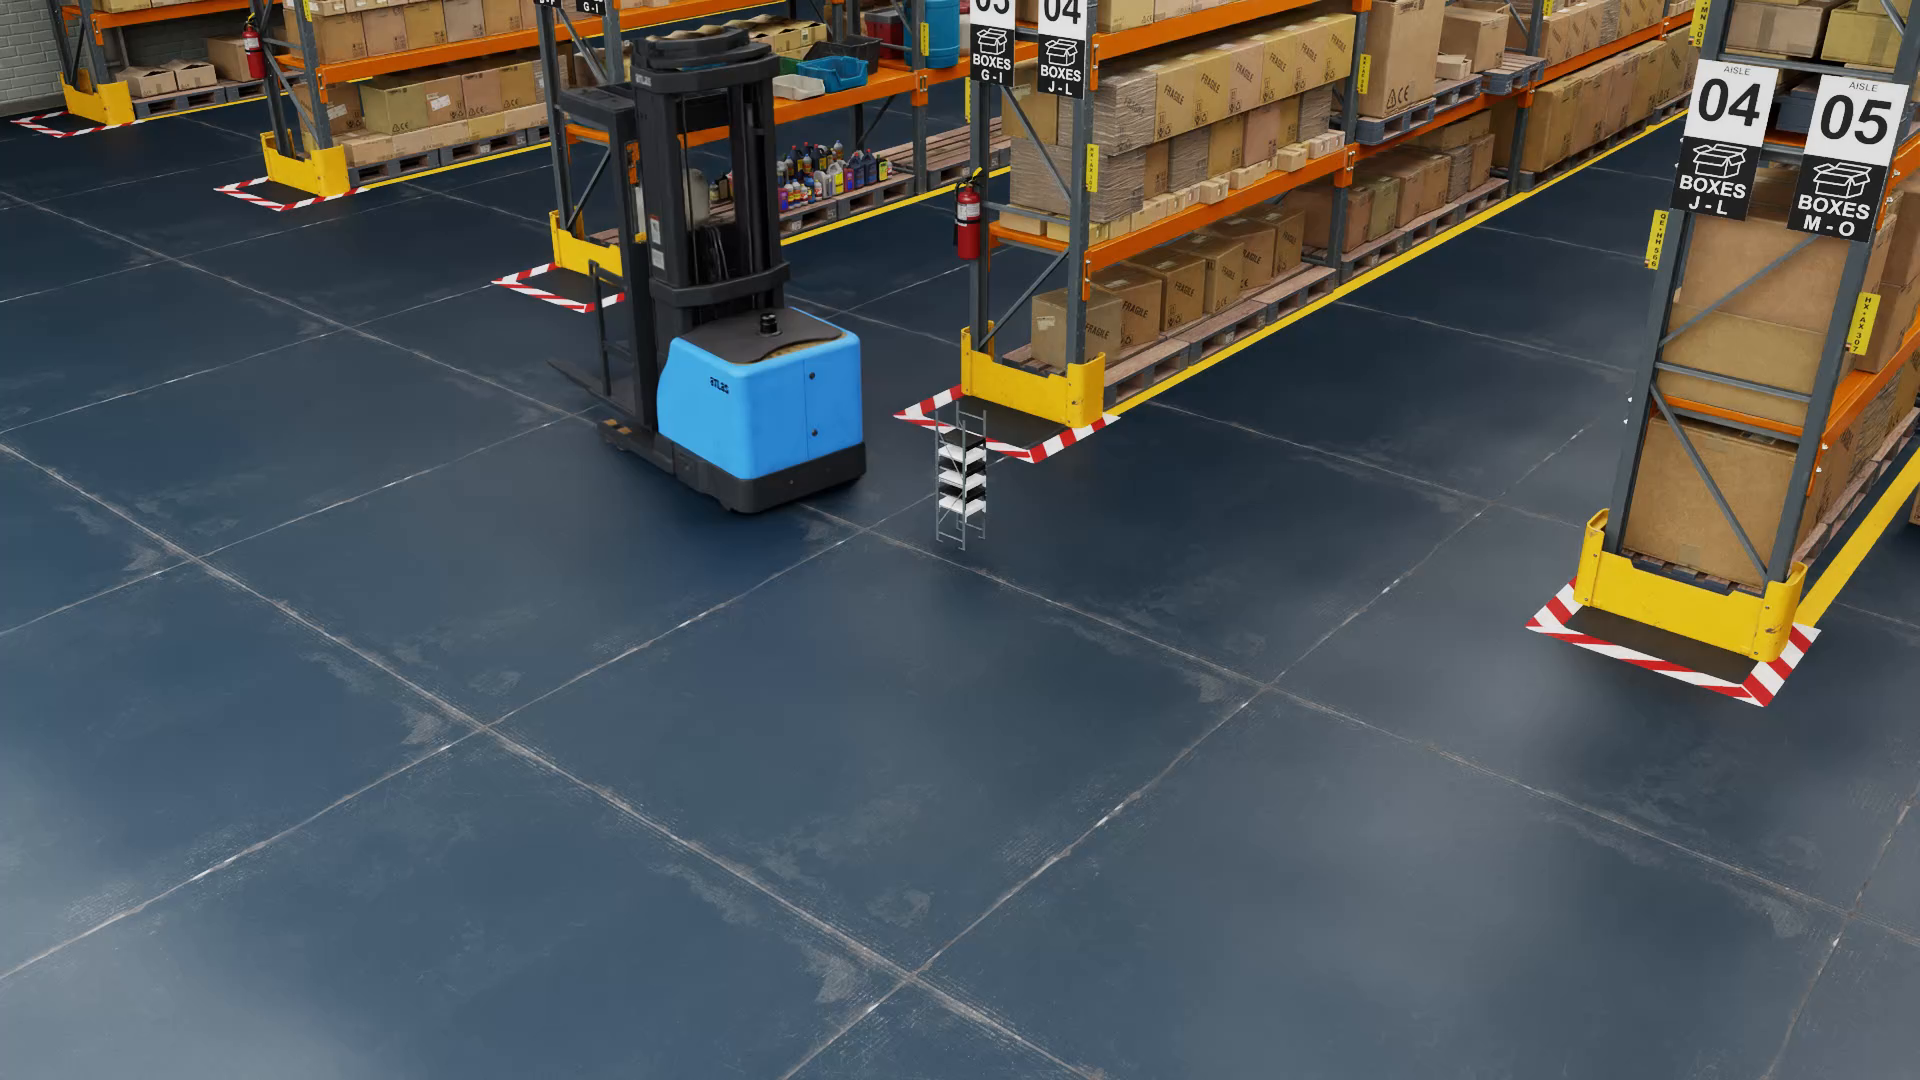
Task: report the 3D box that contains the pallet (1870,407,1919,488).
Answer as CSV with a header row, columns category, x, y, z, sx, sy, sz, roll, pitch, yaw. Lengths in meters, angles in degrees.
category,x,y,z,sx,sy,sz,roll,pitch,yaw
pallet,6.258,-0.800,12.067,1.003,0.211,1.213,21,34,34

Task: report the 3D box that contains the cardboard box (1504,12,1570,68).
category,x,y,z,sx,sy,sz,roll,pitch,yaw
cardboard box,6.103,-5.326,17.672,0.500,0.500,0.500,22,35,36

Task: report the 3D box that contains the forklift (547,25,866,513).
category,x,y,z,sx,sy,sz,roll,pitch,yaw
forklift,-1.990,-2.079,11.579,1.130,2.935,3.031,-21,34,-35

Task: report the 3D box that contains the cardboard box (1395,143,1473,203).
category,x,y,z,sx,sy,sz,roll,pitch,yaw
cardboard box,4.830,-3.830,17.131,0.700,0.500,0.500,18,32,30

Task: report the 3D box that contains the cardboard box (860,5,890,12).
category,x,y,z,sx,sy,sz,roll,pitch,yaw
cardboard box,-1.220,-7.436,24.101,0.500,0.500,0.500,19,33,33

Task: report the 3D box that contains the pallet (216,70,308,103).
category,x,y,z,sx,sy,sz,roll,pitch,yaw
pallet,-9.603,-6.192,22.490,1.003,0.211,1.213,21,34,34

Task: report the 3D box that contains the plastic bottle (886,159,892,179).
category,x,y,z,sx,sy,sz,roll,pitch,yaw
plastic bottle,-0.773,-3.951,17.690,0.097,0.201,0.097,0,27,0

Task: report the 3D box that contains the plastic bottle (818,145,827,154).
category,x,y,z,sx,sy,sz,roll,pitch,yaw
plastic bottle,-1.508,-4.097,17.890,0.152,0.276,0.135,22,35,36

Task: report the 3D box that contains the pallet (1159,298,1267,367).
category,x,y,z,sx,sy,sz,roll,pitch,yaw
pallet,1.864,-1.849,14.095,1.003,0.211,1.213,21,34,34

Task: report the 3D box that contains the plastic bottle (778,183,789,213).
category,x,y,z,sx,sy,sz,roll,pitch,yaw
plastic bottle,-1.775,-3.416,16.566,0.061,0.283,0.133,21,34,35

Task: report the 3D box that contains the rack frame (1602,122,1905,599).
category,x,y,z,sx,sy,sz,roll,pitch,yaw
rack frame,4.258,-0.867,9.162,1.000,3.000,0.127,21,34,34

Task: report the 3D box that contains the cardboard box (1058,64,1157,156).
category,x,y,z,sx,sy,sz,roll,pitch,yaw
cardboard box,1.055,-3.089,11.935,0.500,0.500,0.500,21,34,34

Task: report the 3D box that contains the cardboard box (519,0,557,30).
category,x,y,z,sx,sy,sz,roll,pitch,yaw
cardboard box,-5.210,-6.364,19.678,0.700,0.500,0.500,20,34,34

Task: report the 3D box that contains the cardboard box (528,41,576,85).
category,x,y,z,sx,sy,sz,roll,pitch,yaw
cardboard box,-5.139,-5.893,20.596,0.500,0.500,0.500,21,34,34

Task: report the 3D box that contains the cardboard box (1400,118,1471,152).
category,x,y,z,sx,sy,sz,roll,pitch,yaw
cardboard box,4.851,-4.170,16.972,0.500,0.250,0.500,-24,36,-38

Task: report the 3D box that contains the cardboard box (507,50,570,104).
category,x,y,z,sx,sy,sz,roll,pitch,yaw
cardboard box,-5.056,-5.564,19.959,0.500,0.500,0.500,21,34,34

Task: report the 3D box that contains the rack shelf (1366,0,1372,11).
category,x,y,z,sx,sy,sz,roll,pitch,yaw
rack shelf,4.311,-5.493,15.621,1.077,0.370,4.000,21,34,34

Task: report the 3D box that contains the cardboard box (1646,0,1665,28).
category,x,y,z,sx,sy,sz,roll,pitch,yaw
cardboard box,8.041,-6.406,19.760,0.500,0.500,0.500,21,34,35

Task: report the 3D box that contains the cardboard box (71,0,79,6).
category,x,y,z,sx,sy,sz,roll,pitch,yaw
cardboard box,-10.824,-6.860,20.888,0.500,0.250,0.500,21,34,35

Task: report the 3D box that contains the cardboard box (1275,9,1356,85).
category,x,y,z,sx,sy,sz,roll,pitch,yaw
cardboard box,2.965,-4.151,13.990,0.500,0.500,0.500,21,34,34

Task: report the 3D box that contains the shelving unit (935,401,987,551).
category,x,y,z,sx,sy,sz,roll,pitch,yaw
shelving unit,0.005,-0.403,10.549,0.258,0.900,0.210,21,34,34

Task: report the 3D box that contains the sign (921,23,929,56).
category,x,y,z,sx,sy,sz,roll,pitch,yaw
sign,-0.365,-5.177,17.191,0.100,0.325,0.005,21,34,34

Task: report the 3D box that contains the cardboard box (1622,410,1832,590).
category,x,y,z,sx,sy,sz,roll,pitch,yaw
cardboard box,4.638,-0.370,10.056,0.875,0.875,0.875,21,34,35

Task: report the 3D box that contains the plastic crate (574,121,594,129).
category,x,y,z,sx,sy,sz,roll,pitch,yaw
plastic crate,-3.239,-3.999,15.378,0.499,0.251,0.616,21,34,34

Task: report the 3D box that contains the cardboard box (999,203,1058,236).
category,x,y,z,sx,sy,sz,roll,pitch,yaw
cardboard box,0.517,-2.402,12.403,0.380,0.149,0.250,21,34,34

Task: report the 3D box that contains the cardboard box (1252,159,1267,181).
category,x,y,z,sx,sy,sz,roll,pitch,yaw
cardboard box,2.296,-3.068,13.690,0.380,0.149,0.250,21,34,34

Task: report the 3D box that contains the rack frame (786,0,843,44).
category,x,y,z,sx,sy,sz,roll,pitch,yaw
rack frame,-2.058,-8.086,23.115,1.000,3.000,0.127,21,34,34

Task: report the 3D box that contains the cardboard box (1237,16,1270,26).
category,x,y,z,sx,sy,sz,roll,pitch,yaw
cardboard box,2.240,-4.129,13.945,0.500,0.500,0.500,21,34,34

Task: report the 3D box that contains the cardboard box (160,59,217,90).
category,x,y,z,sx,sy,sz,roll,pitch,yaw
cardboard box,-10.099,-6.118,21.759,0.500,0.311,0.500,24,36,38

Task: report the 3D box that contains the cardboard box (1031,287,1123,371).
category,x,y,z,sx,sy,sz,roll,pitch,yaw
cardboard box,0.905,-1.645,12.930,0.500,0.500,0.500,-21,34,-35

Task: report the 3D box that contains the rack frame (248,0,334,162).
category,x,y,z,sx,sy,sz,roll,pitch,yaw
rack frame,-7.147,-5.249,17.632,1.000,3.000,0.127,21,34,34

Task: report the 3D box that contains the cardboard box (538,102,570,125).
category,x,y,z,sx,sy,sz,roll,pitch,yaw
cardboard box,-5.054,-5.230,20.131,0.500,0.250,0.500,21,34,34

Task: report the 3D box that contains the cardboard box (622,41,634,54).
category,x,y,z,sx,sy,sz,roll,pitch,yaw
cardboard box,-4.240,-6.295,21.580,0.500,0.311,0.500,22,34,36

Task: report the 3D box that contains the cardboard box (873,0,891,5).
category,x,y,z,sx,sy,sz,roll,pitch,yaw
cardboard box,-1.315,-7.754,24.716,0.500,0.500,0.500,19,33,33

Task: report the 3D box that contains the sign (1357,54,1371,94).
category,x,y,z,sx,sy,sz,roll,pitch,yaw
sign,3.463,-3.999,14.274,0.100,0.325,0.005,21,34,34

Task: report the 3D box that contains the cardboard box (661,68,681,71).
category,x,y,z,sx,sy,sz,roll,pitch,yaw
cardboard box,-3.825,-6.131,21.263,0.500,0.311,0.500,20,34,34

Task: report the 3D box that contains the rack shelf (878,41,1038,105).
category,x,y,z,sx,sy,sz,roll,pitch,yaw
rack shelf,0.489,-5.608,19.109,1.077,0.370,4.000,21,34,34

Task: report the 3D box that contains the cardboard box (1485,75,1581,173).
category,x,y,z,sx,sy,sz,roll,pitch,yaw
cardboard box,6.038,-4.670,18.369,1.225,0.875,0.875,19,33,32

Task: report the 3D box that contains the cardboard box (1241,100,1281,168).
category,x,y,z,sx,sy,sz,roll,pitch,yaw
cardboard box,2.120,-3.432,13.687,0.875,0.500,0.500,21,34,34

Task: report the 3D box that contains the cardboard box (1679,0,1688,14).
category,x,y,z,sx,sy,sz,roll,pitch,yaw
cardboard box,8.740,-6.596,20.510,0.380,0.149,0.250,19,33,33

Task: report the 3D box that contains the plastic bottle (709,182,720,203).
category,x,y,z,sx,sy,sz,roll,pitch,yaw
plastic bottle,-2.497,-3.532,16.880,0.097,0.201,0.097,0,27,0

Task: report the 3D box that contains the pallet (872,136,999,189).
category,x,y,z,sx,sy,sz,roll,pitch,yaw
pallet,-0.313,-4.270,18.774,1.003,0.211,1.213,21,34,34

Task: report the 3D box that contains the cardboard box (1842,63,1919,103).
category,x,y,z,sx,sy,sz,roll,pitch,yaw
cardboard box,4.723,-2.347,8.465,0.380,0.149,0.250,21,34,35

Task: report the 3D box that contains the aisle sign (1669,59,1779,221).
category,x,y,z,sx,sy,sz,roll,pitch,yaw
aisle sign,3.981,-2.084,8.685,0.394,0.787,0.004,21,34,34

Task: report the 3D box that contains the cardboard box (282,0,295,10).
category,x,y,z,sx,sy,sz,roll,pitch,yaw
cardboard box,-7.051,-5.773,17.830,0.380,0.149,0.250,20,33,34

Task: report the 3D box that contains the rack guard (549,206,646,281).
category,x,y,z,sx,sy,sz,roll,pitch,yaw
rack guard,-3.315,-2.731,15.484,1.175,0.500,0.348,21,34,34

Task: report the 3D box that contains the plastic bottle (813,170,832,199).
category,x,y,z,sx,sy,sz,roll,pitch,yaw
plastic bottle,-1.404,-3.652,17.031,0.152,0.276,0.135,21,34,35

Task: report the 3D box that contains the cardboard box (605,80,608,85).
category,x,y,z,sx,sy,sz,roll,pitch,yaw
cardboard box,-4.155,-5.703,21.045,0.500,0.250,0.500,20,33,33

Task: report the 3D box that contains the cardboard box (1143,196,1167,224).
category,x,y,z,sx,sy,sz,roll,pitch,yaw
cardboard box,1.348,-2.534,12.658,0.380,0.149,0.250,21,34,34

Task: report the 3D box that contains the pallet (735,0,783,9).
category,x,y,z,sx,sy,sz,roll,pitch,yaw
pallet,-3.771,-9.416,28.722,1.003,0.211,1.213,21,34,34

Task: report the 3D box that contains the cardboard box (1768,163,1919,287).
category,x,y,z,sx,sy,sz,roll,pitch,yaw
cardboard box,5.264,-1.914,9.848,0.875,0.550,0.550,21,34,34

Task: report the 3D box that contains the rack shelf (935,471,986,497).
category,x,y,z,sx,sy,sz,roll,pitch,yaw
rack shelf,0.005,-0.373,10.564,0.258,0.077,0.200,21,34,34

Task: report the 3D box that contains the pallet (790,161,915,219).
category,x,y,z,sx,sy,sz,roll,pitch,yaw
pallet,-1.242,-3.754,17.777,1.003,0.211,1.213,21,34,34
